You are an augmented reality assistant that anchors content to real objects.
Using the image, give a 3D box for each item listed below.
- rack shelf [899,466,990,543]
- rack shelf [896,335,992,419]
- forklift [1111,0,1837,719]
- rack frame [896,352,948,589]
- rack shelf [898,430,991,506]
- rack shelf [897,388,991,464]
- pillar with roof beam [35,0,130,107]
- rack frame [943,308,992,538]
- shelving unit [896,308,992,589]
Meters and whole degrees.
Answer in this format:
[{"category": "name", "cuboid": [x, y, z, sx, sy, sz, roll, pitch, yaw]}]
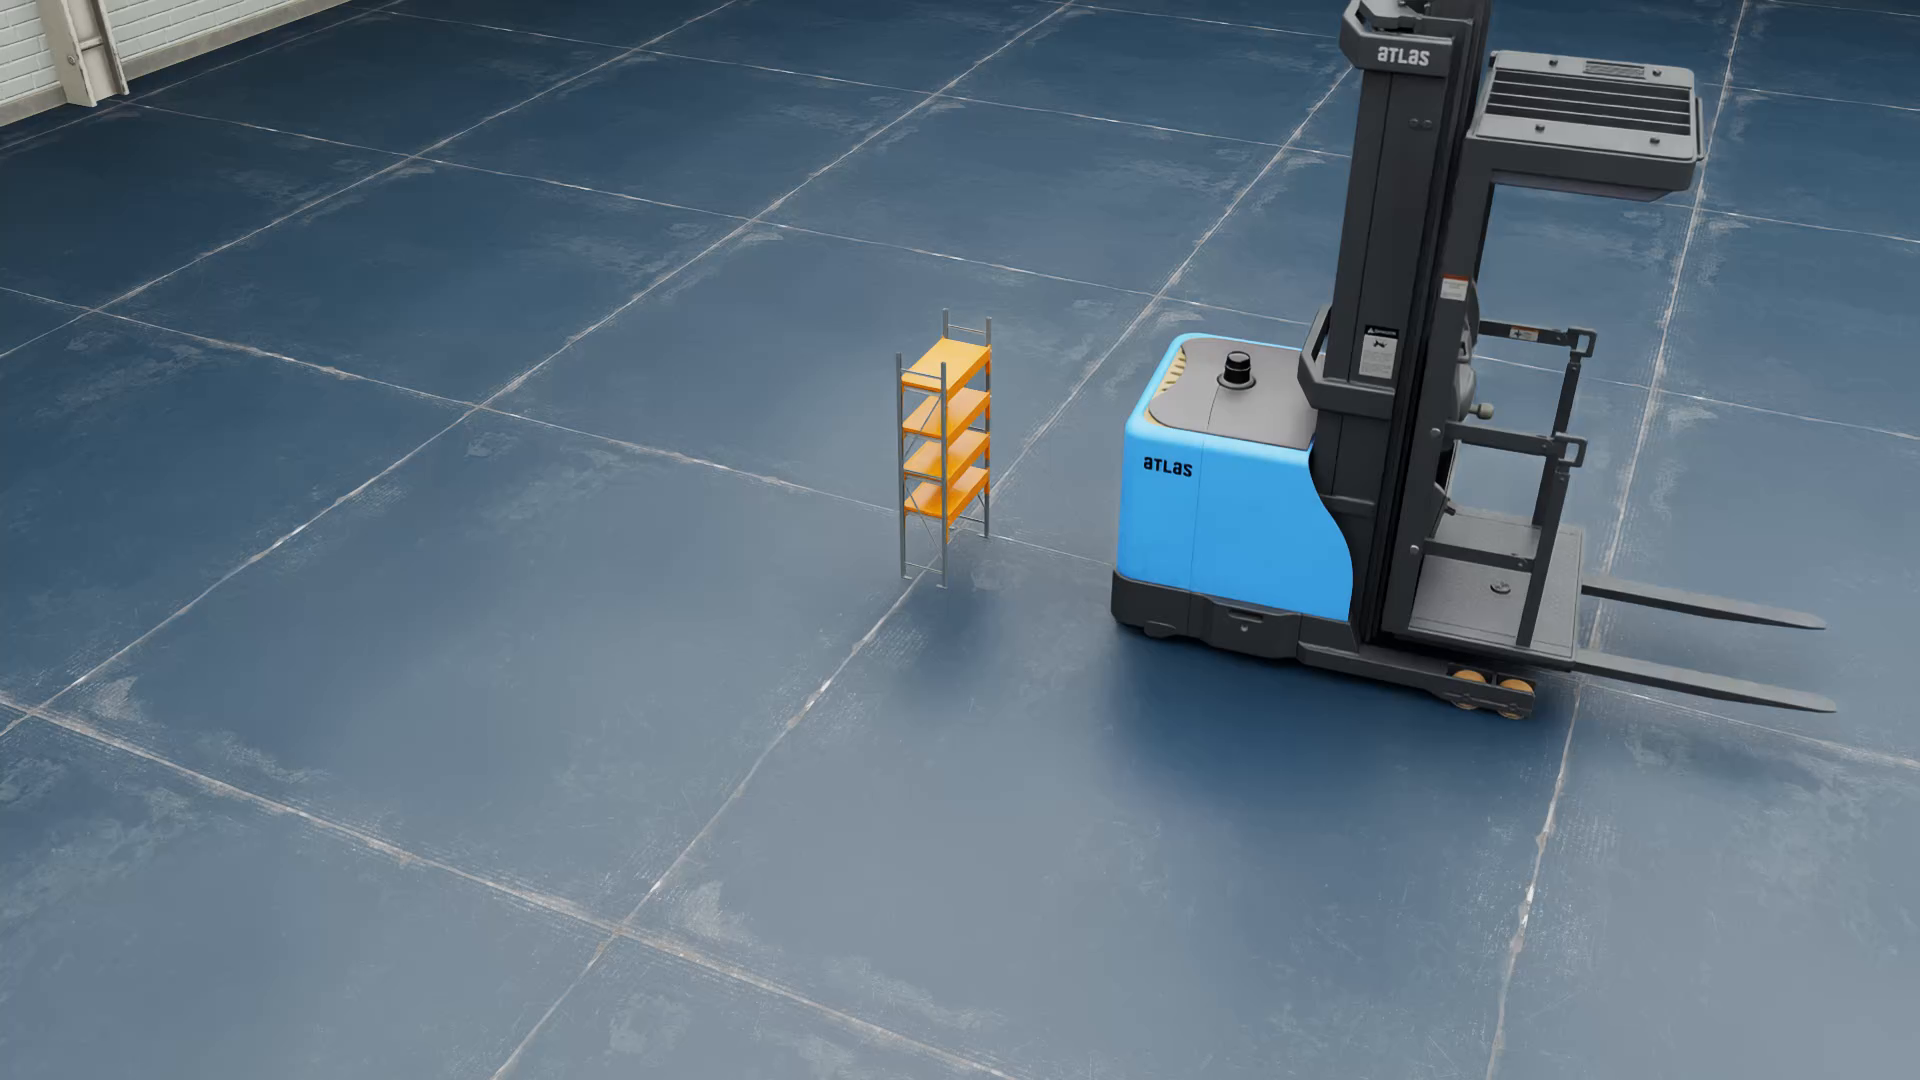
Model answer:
[{"category": "rack shelf", "cuboid": [-0.069, -0.197, 7.941, 0.258, 0.148, 0.480, 14, 36, 20]}, {"category": "rack shelf", "cuboid": [-0.069, -0.748, 7.580, 0.258, 0.148, 0.480, 14, 36, 20]}, {"category": "forklift", "cuboid": [2.264, -0.793, 6.787, 3.031, 2.935, 1.130, 11, 35, 16]}, {"category": "rack frame", "cuboid": [-0.171, -0.298, 7.610, 0.240, 1.200, 0.015, 14, 36, 20]}, {"category": "rack shelf", "cuboid": [-0.069, -0.363, 7.832, 0.258, 0.148, 0.480, 14, 36, 20]}, {"category": "rack shelf", "cuboid": [-0.069, -0.550, 7.710, 0.258, 0.148, 0.480, 14, 36, 20]}, {"category": "pillar with roof beam", "cuboid": [-3.290, -6.471, 9.913, 9.100, 9.000, 0.400, 14, 36, 20]}, {"category": "rack frame", "cuboid": [0.033, -0.541, 7.981, 0.240, 1.200, 0.015, 14, 36, 20]}, {"category": "shelving unit", "cuboid": [-0.069, -0.419, 7.795, 0.258, 1.200, 0.503, 14, 36, 20]}]
